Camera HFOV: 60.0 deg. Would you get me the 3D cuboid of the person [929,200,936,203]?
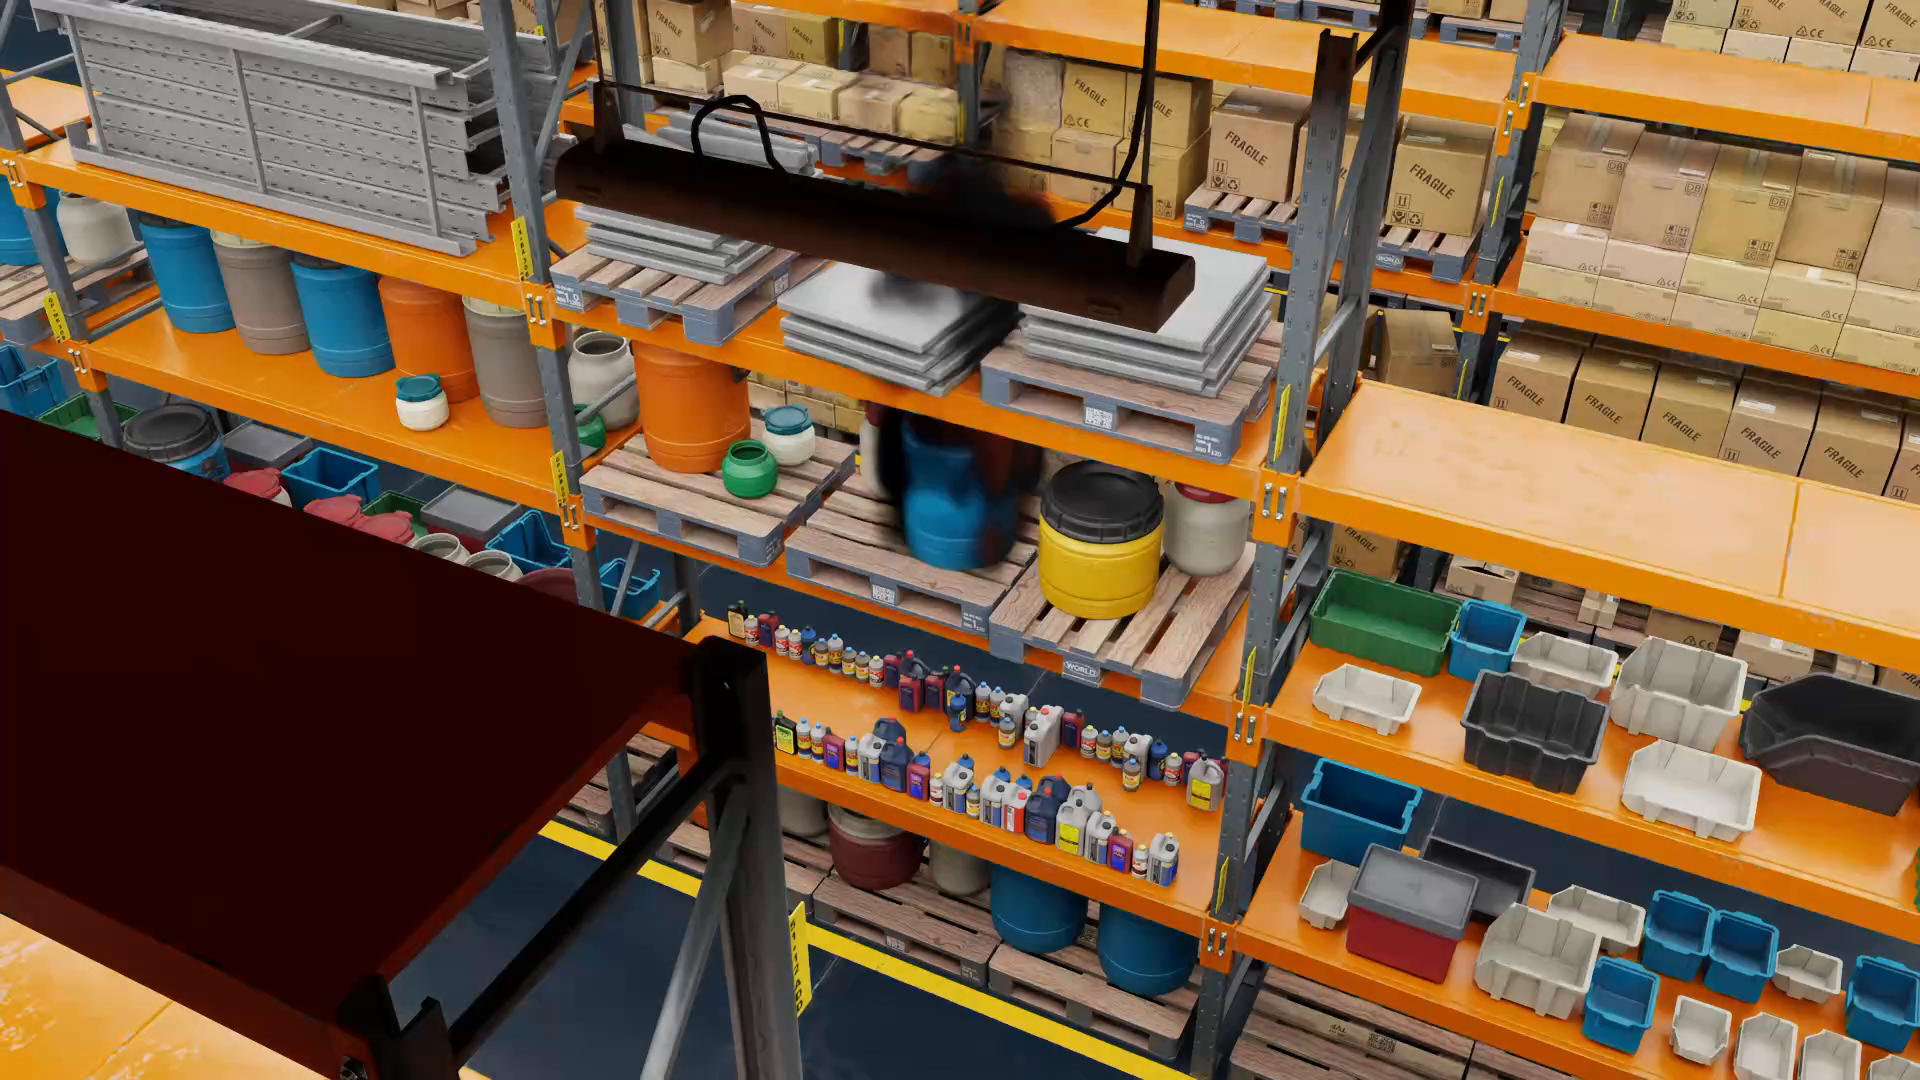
[{"bbox_3d":[-0.370,-2.448,16.067,0.540,1.492,0.597,14,37,19],"label":"person"}]
